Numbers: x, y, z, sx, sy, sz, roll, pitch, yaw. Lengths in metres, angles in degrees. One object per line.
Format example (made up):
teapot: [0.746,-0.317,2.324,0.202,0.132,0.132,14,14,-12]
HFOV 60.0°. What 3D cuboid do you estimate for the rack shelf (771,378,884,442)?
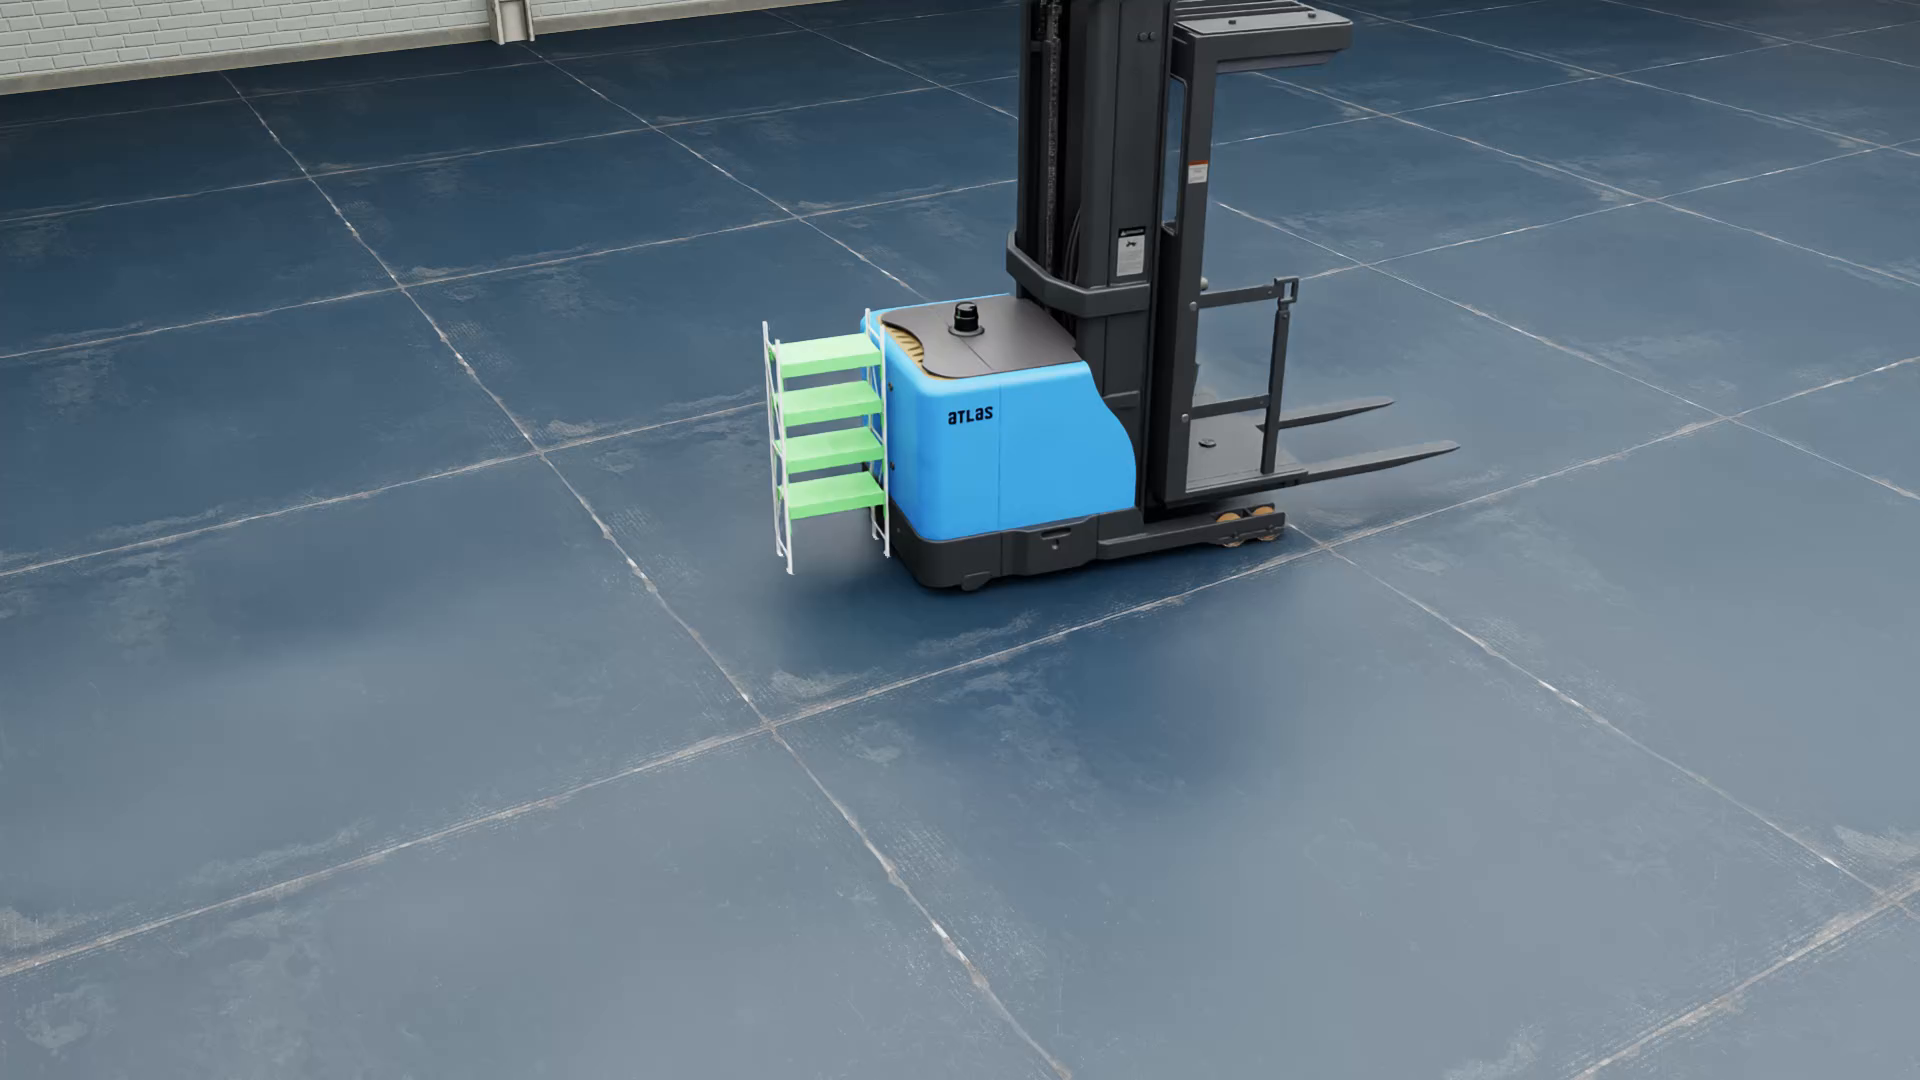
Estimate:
rack shelf: [-0.620,-0.608,7.745,0.480,0.148,0.258,-10,30,-18]

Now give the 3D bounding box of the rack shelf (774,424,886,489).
rack shelf: [-0.620,-0.398,7.861,0.480,0.148,0.258,-10,30,-18]

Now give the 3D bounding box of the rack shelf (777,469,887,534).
rack shelf: [-0.620,-0.188,7.977,0.480,0.148,0.258,-10,30,-18]

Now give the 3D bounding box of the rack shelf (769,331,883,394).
rack shelf: [-0.620,-0.818,7.629,0.480,0.148,0.258,-10,30,-18]

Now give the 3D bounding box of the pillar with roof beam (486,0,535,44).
pillar with roof beam: [-2.694,-7.602,12.712,0.400,9.000,9.100,-16,33,-26]

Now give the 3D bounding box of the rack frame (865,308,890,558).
rack frame: [-0.391,-0.494,7.904,0.015,1.200,0.240,-10,30,-18]

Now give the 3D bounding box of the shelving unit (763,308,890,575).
shelving unit: [-0.620,-0.454,7.830,0.503,1.200,0.258,-10,30,-18]

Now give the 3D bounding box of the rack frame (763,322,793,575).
rack frame: [-0.849,-0.413,7.756,0.015,1.200,0.240,-10,30,-18]

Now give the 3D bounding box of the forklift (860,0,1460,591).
forklift: [1.077,-1.475,7.889,3.031,2.935,1.130,-10,30,-18]
